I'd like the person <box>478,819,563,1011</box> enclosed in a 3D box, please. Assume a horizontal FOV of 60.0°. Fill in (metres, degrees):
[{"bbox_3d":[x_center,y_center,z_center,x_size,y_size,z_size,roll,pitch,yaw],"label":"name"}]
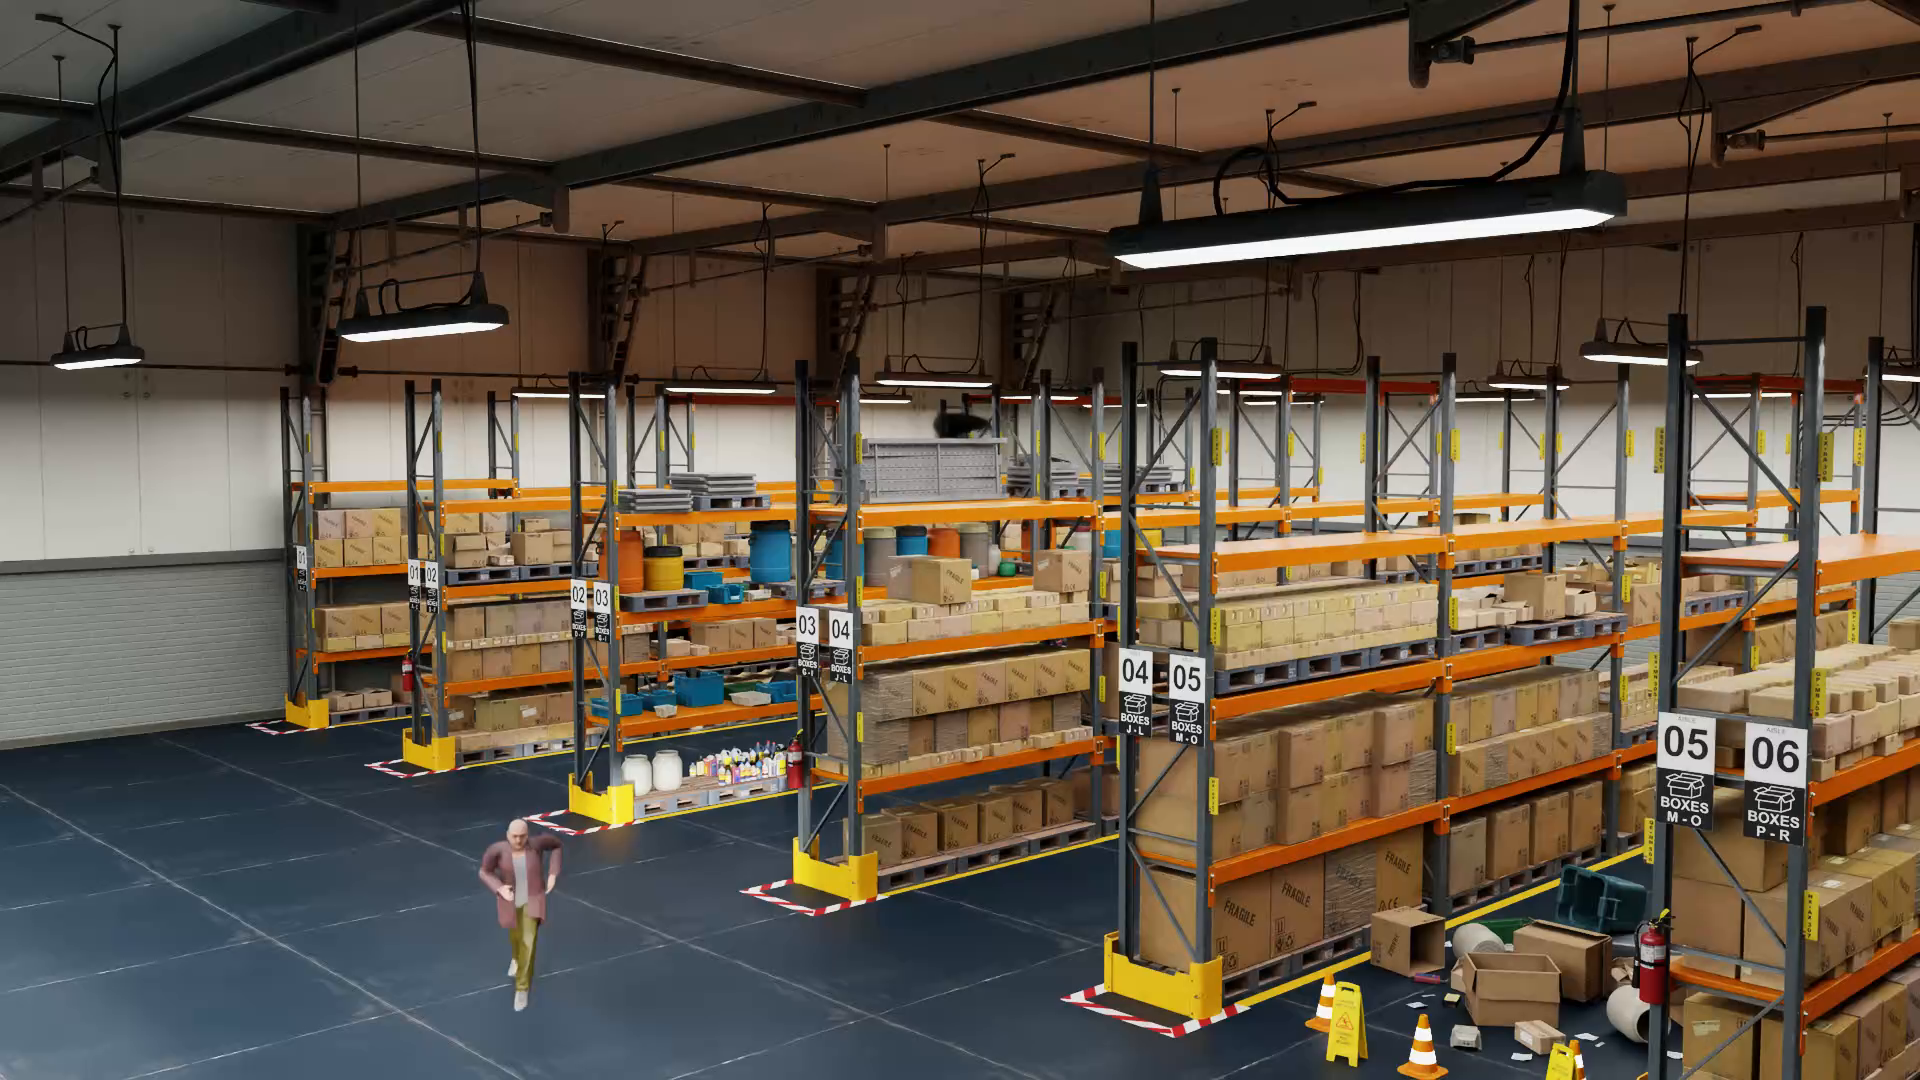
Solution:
[{"bbox_3d":[-4.053,3.359,15.368,0.755,1.743,1.064,-1,4,-16],"label":"person"}]
